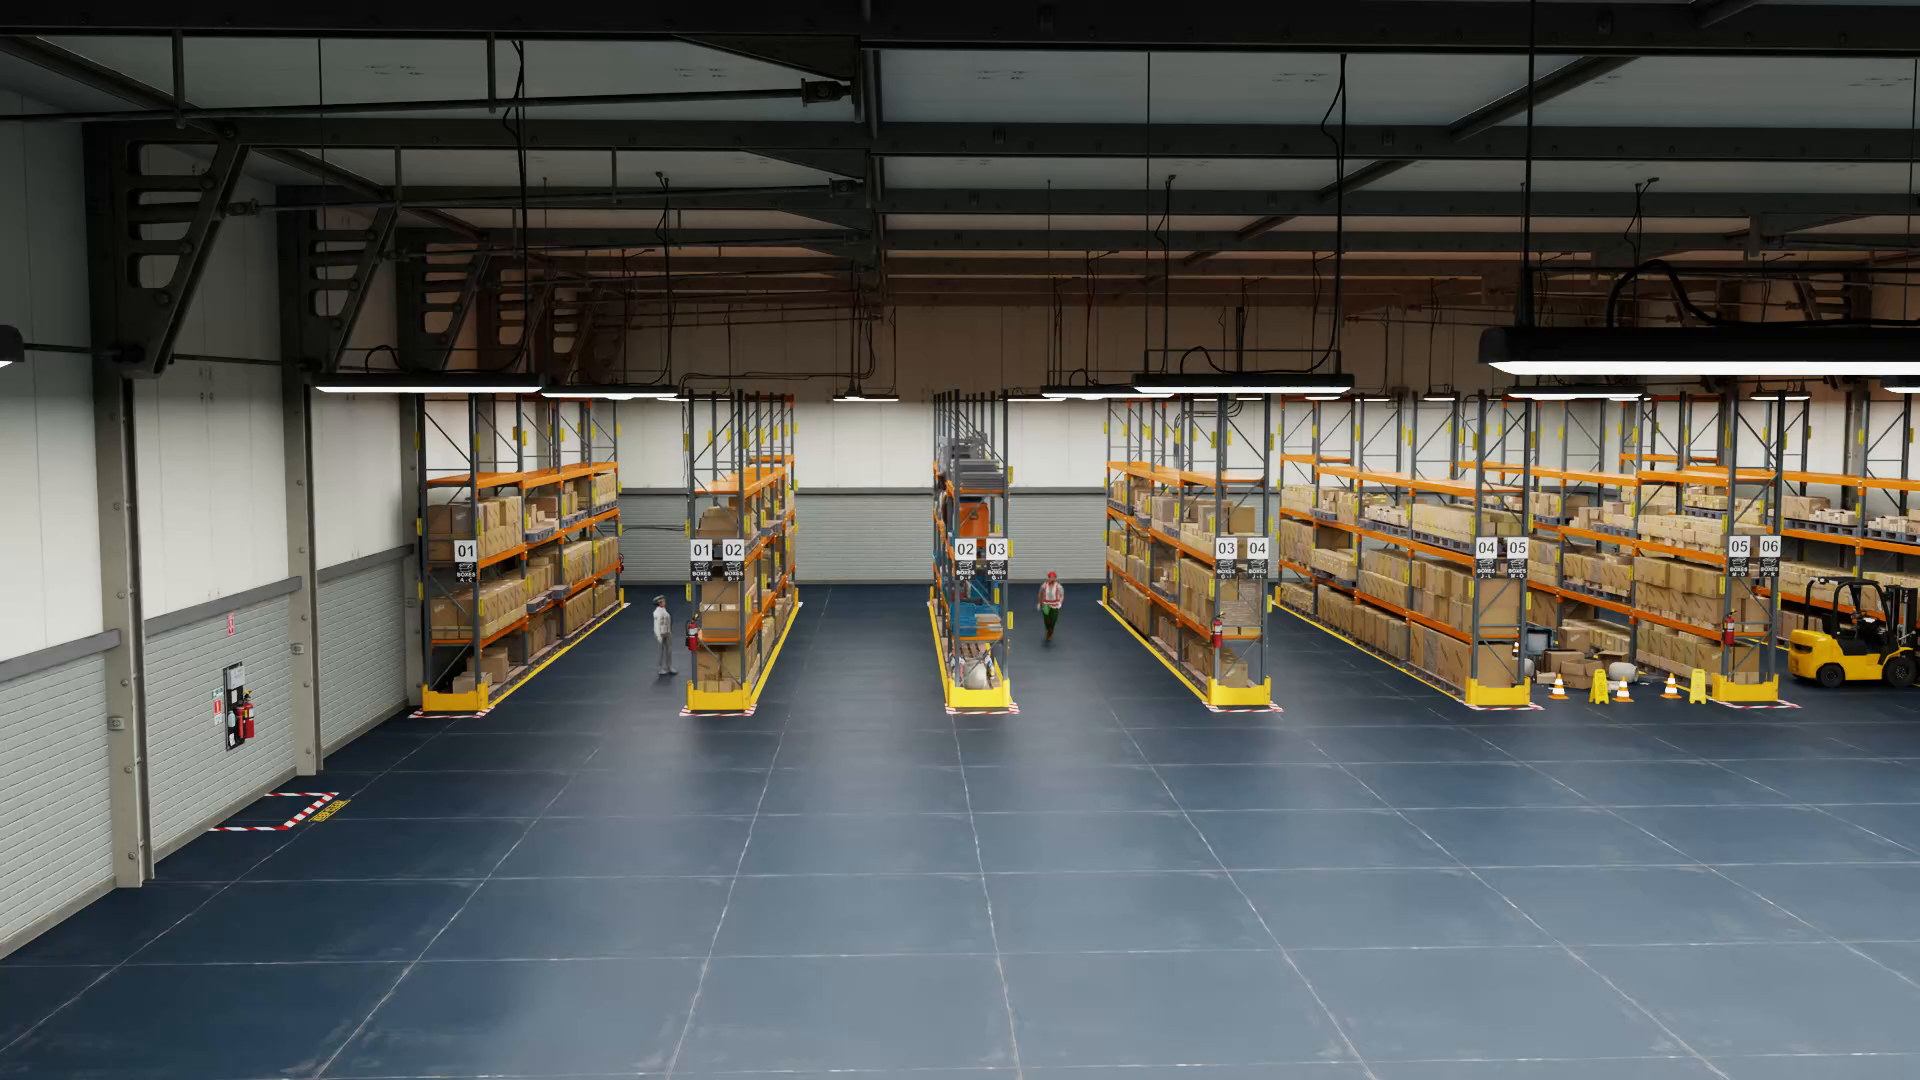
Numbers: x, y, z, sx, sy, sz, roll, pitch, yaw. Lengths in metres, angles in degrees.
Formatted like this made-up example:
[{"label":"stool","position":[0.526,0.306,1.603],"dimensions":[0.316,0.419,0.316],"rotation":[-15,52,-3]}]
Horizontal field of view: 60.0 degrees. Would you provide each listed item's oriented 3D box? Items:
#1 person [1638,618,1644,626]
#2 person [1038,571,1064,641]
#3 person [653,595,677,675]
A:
[{"label":"person","position":[16.545,1.642,40.392],"dimensions":[0.349,1.614,0.504],"rotation":[3,5,30]},{"label":"person","position":[2.174,1.602,39.703],"dimensions":[0.593,1.716,0.878],"rotation":[0,5,-5]},{"label":"person","position":[-6.307,2.007,35.371],"dimensions":[0.381,1.699,0.540],"rotation":[3,6,35]}]
